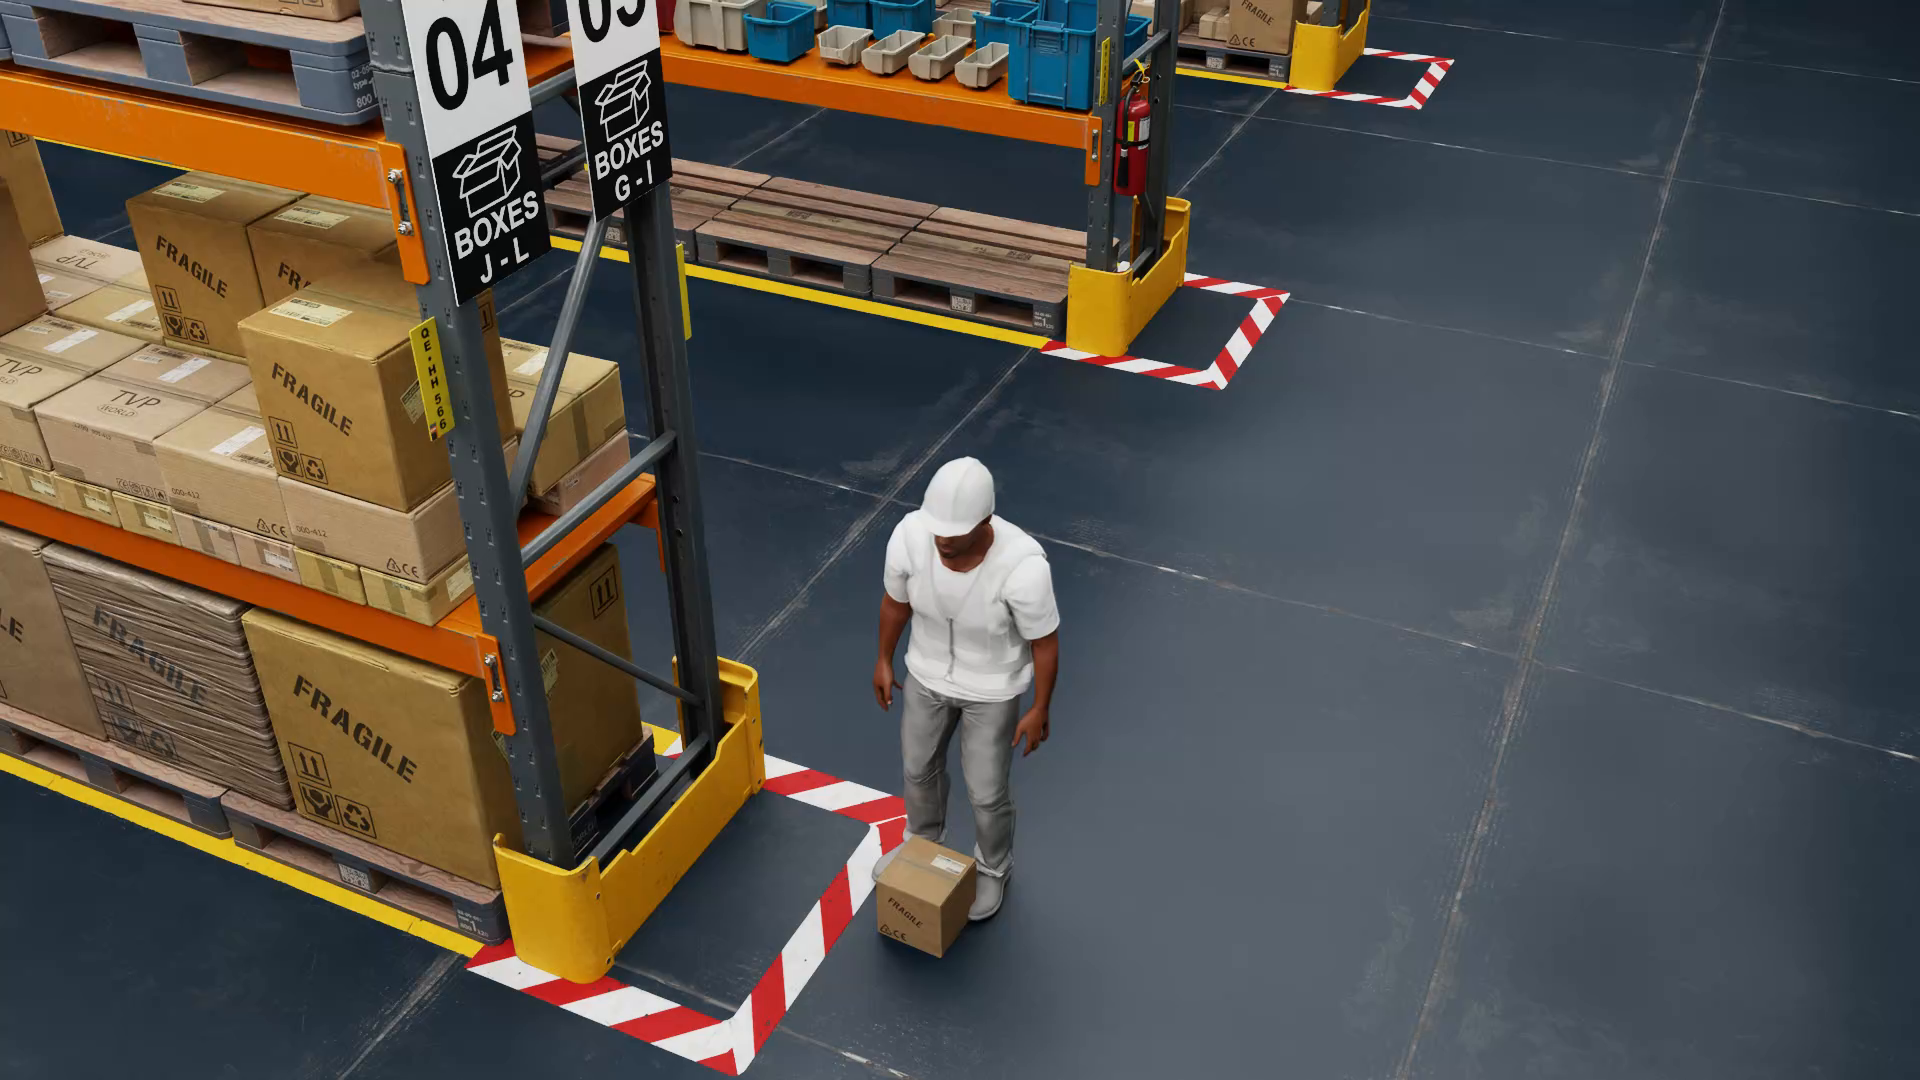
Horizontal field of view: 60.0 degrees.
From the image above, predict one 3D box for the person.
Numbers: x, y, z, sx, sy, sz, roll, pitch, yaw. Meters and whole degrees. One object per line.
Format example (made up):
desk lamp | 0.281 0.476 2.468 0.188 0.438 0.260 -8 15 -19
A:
person | 0.004 0.472 5.412 0.632 1.759 0.462 16 37 22
